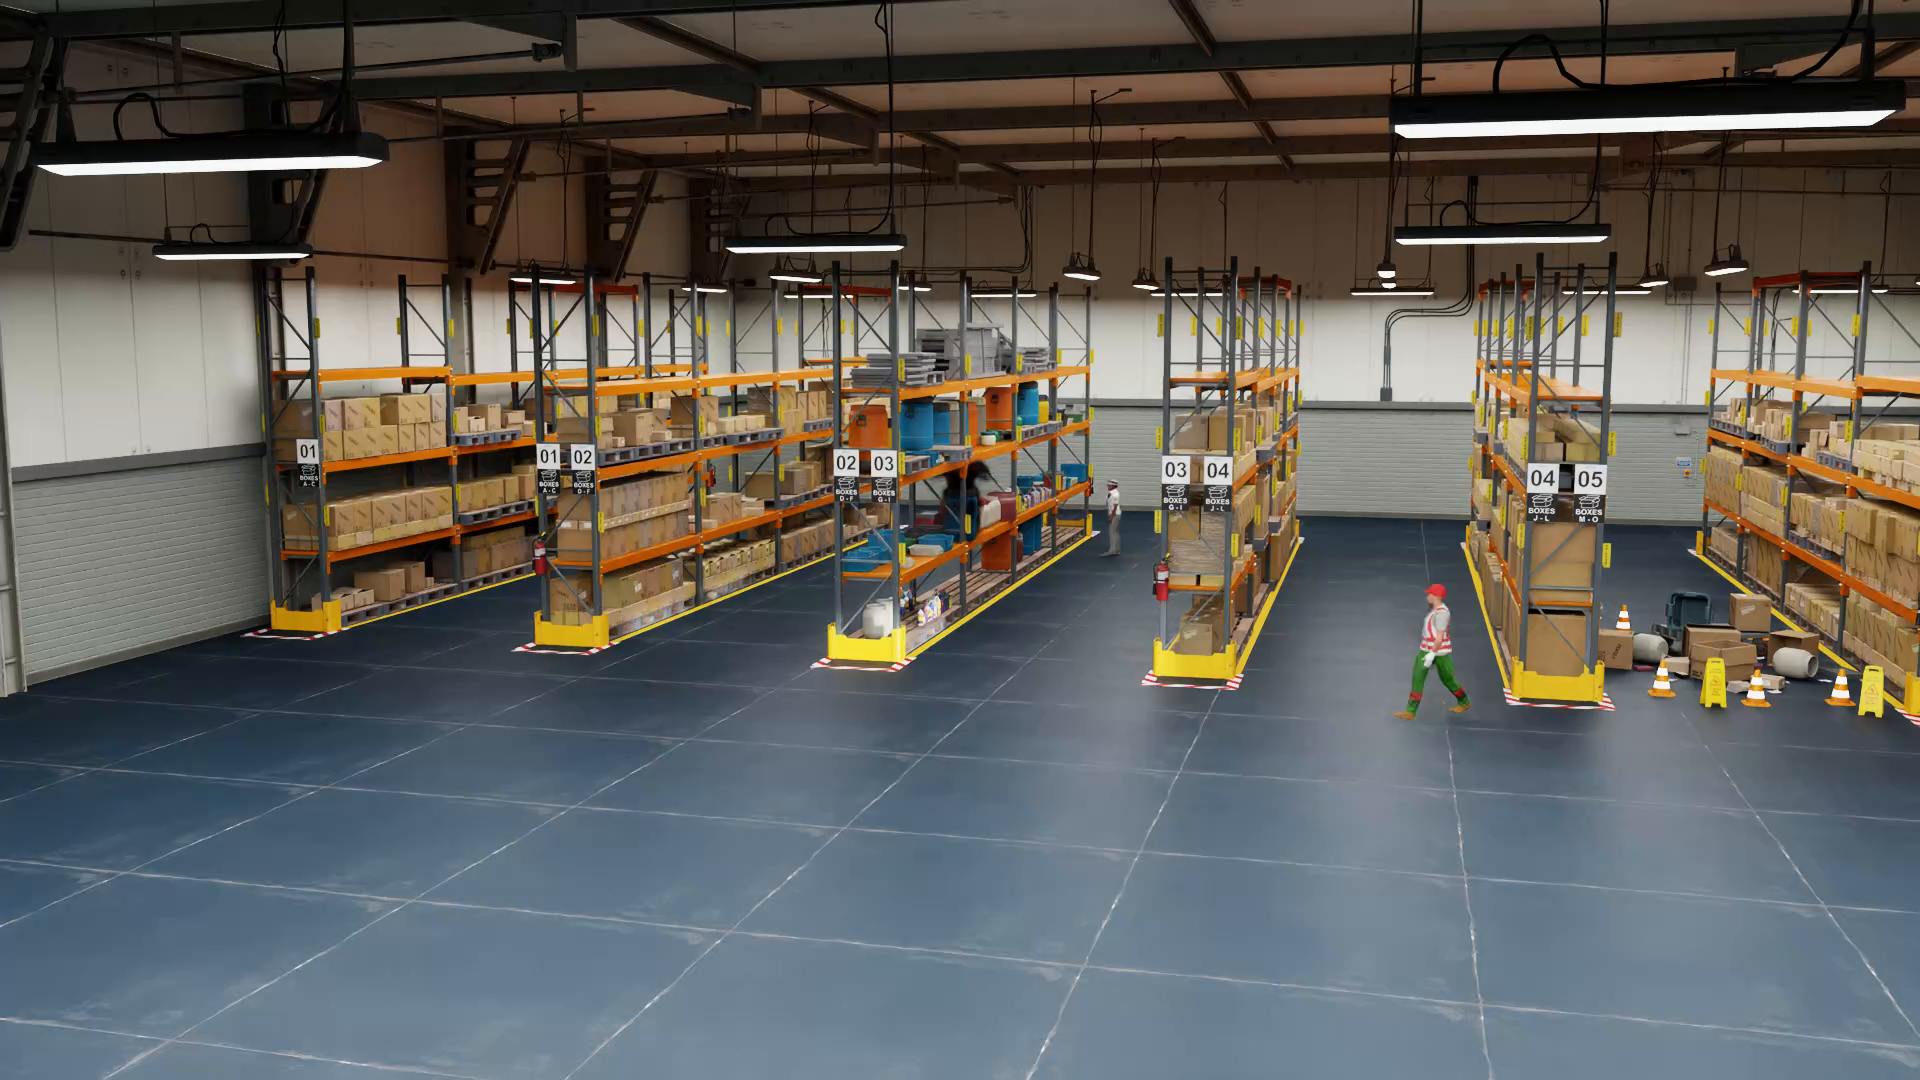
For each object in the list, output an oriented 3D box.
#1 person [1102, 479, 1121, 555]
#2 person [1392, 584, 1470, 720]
[{"bbox_3d":[3.361,-0.513,36.904,0.419,1.685,0.469,0,7,-4],"label":"person"},{"bbox_3d":[6.101,1.440,21.318,1.064,1.754,0.472,-4,8,-30],"label":"person"}]
